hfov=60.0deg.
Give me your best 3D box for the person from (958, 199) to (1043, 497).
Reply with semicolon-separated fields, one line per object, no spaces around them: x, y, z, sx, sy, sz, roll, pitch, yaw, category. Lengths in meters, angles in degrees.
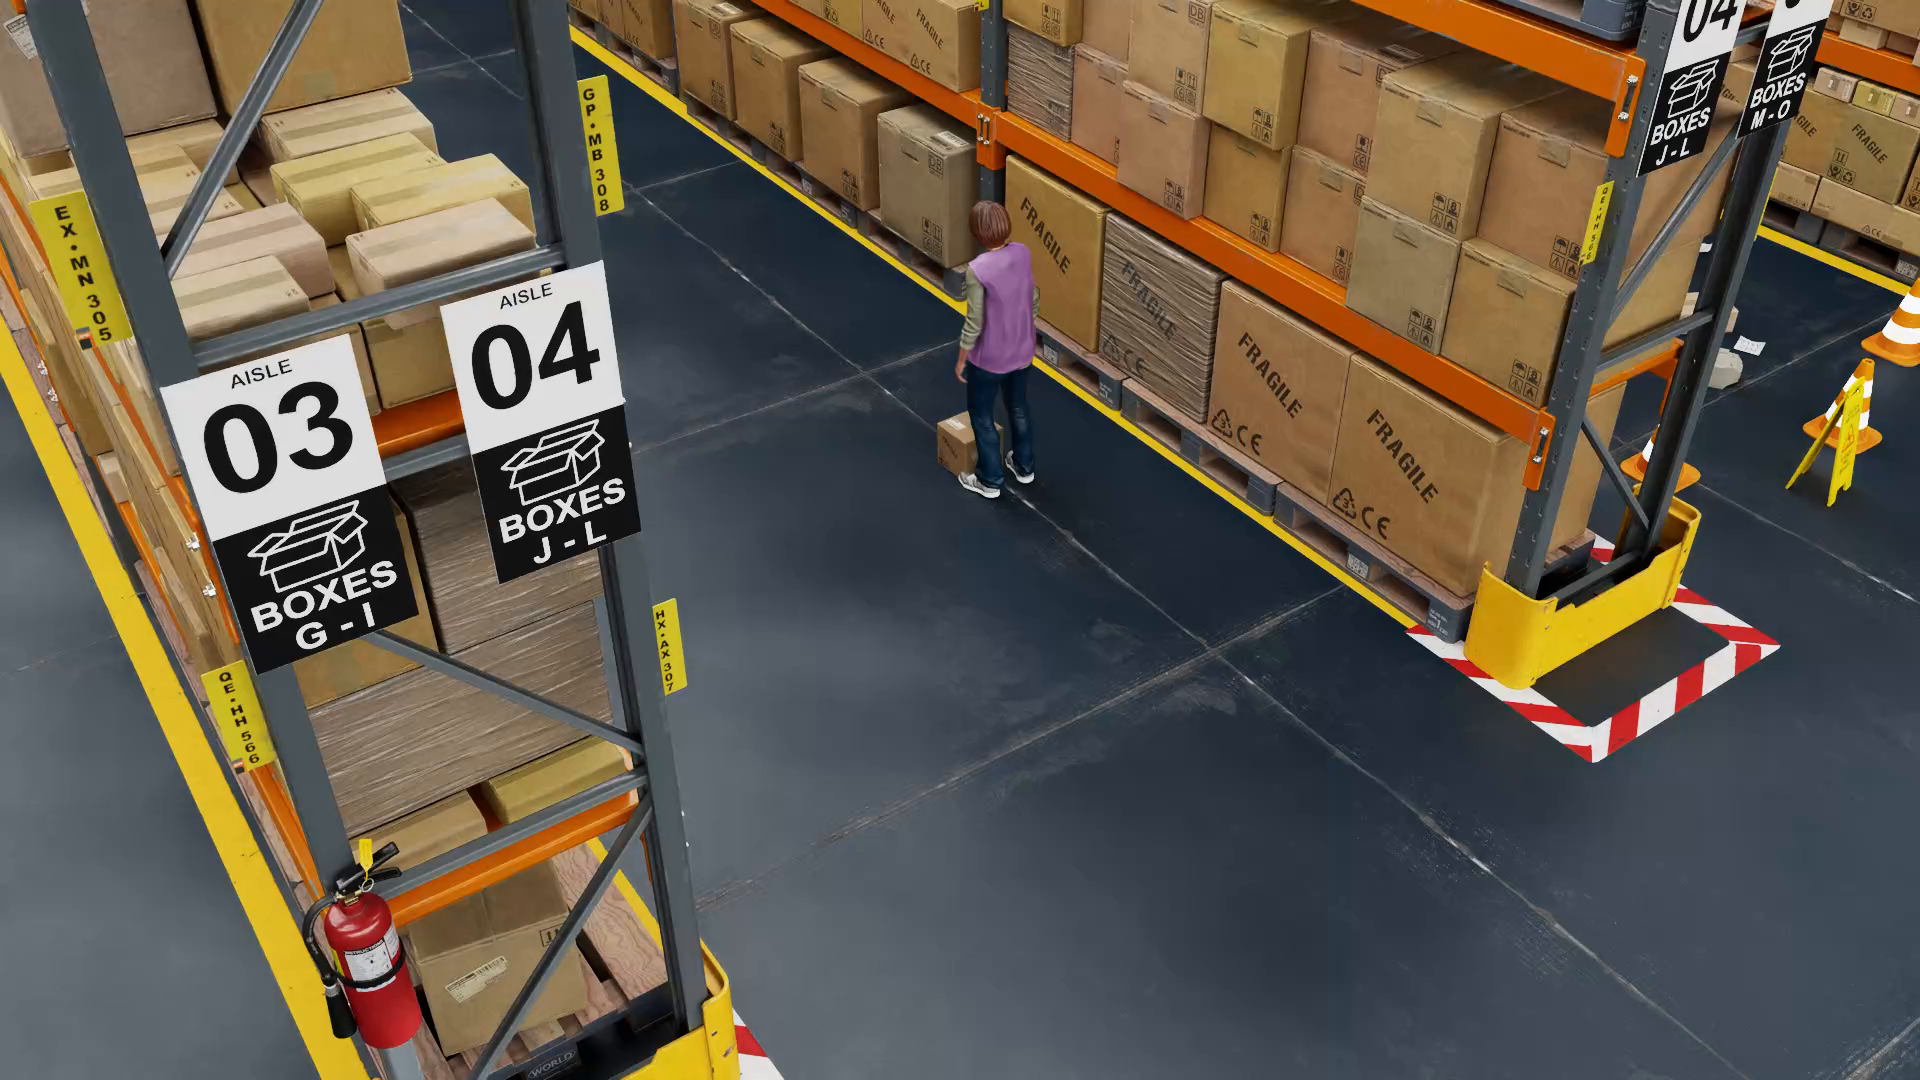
0.197;-0.928;8.246;0.464;1.593;0.347;-23;43;-28;person
